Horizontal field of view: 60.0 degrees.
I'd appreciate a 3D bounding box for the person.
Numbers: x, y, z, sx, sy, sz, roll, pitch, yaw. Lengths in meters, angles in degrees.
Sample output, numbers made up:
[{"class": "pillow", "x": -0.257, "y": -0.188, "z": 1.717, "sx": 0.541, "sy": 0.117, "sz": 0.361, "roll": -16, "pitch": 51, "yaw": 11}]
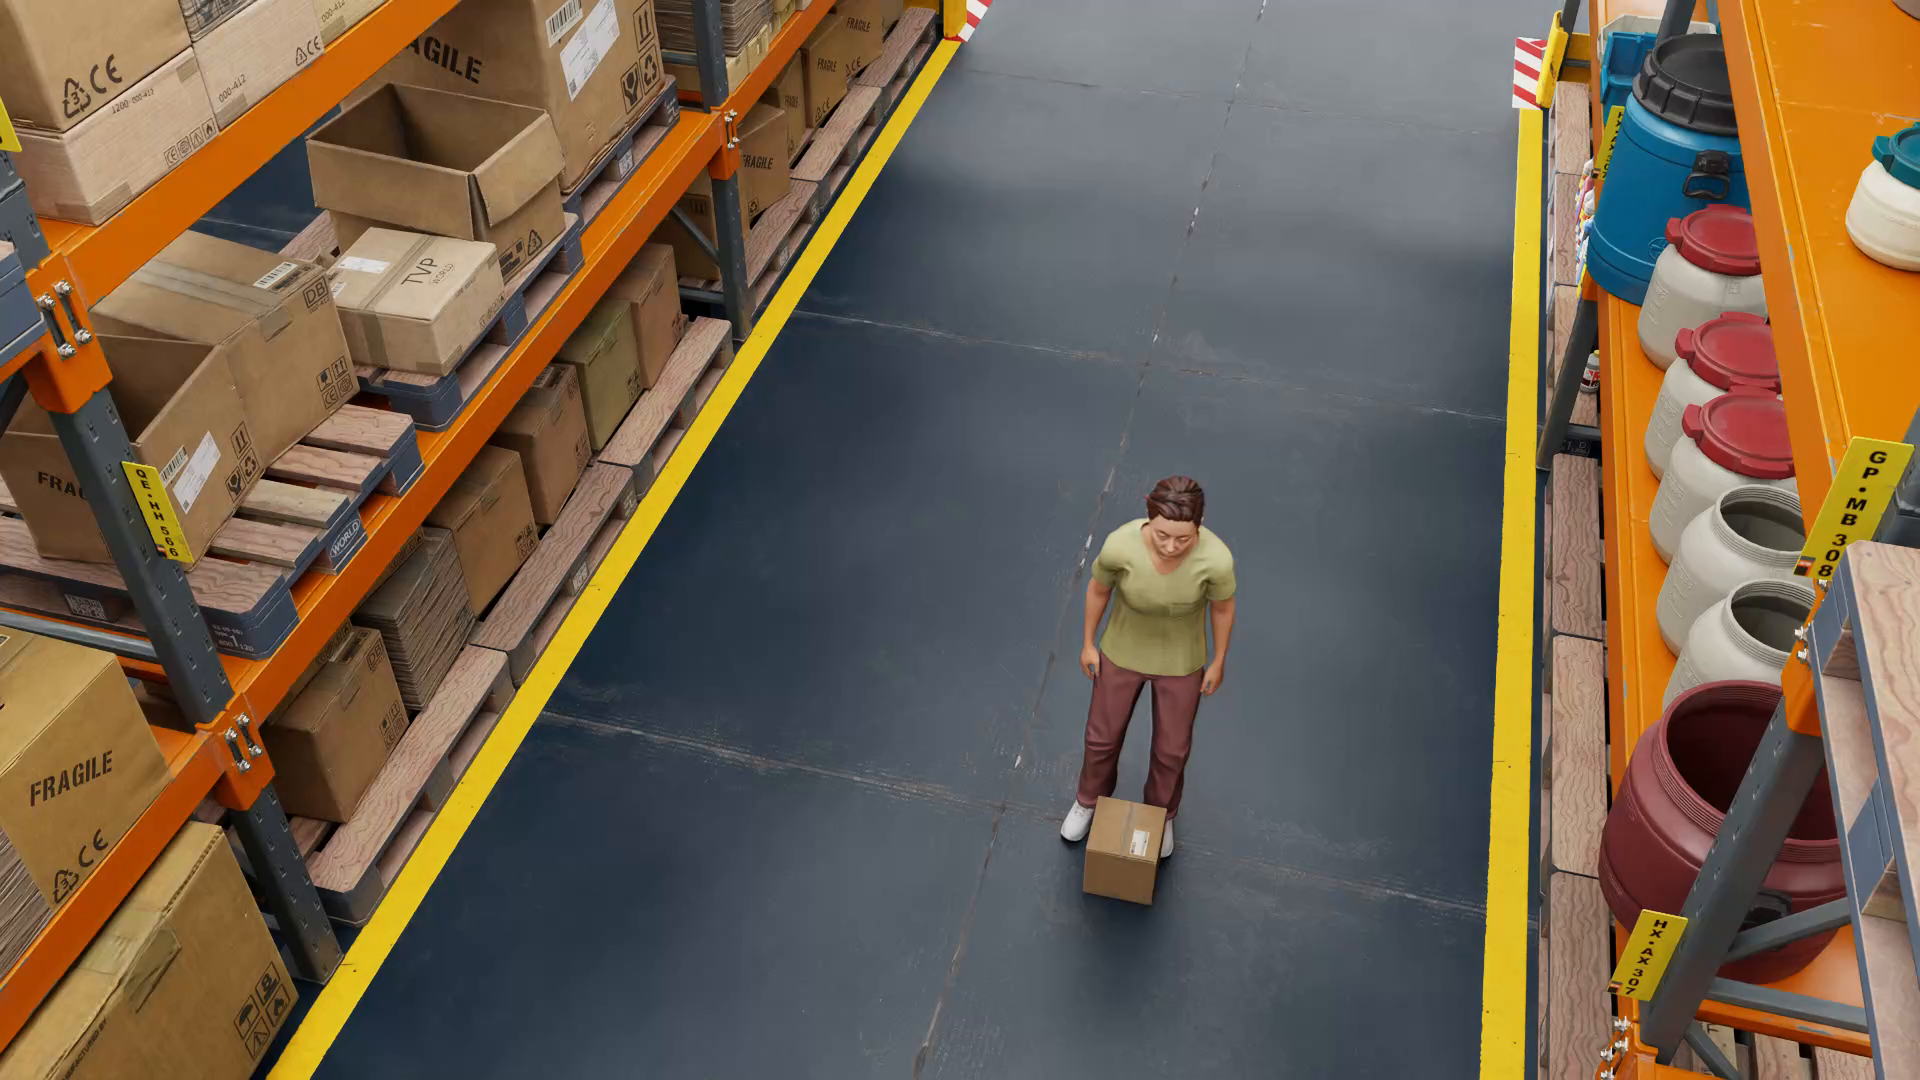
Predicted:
[{"class": "person", "x": 0.654, "y": 0.422, "z": 5.677, "sx": 0.520, "sy": 1.673, "sz": 0.356, "roll": 8, "pitch": 42, "yaw": 9}]
